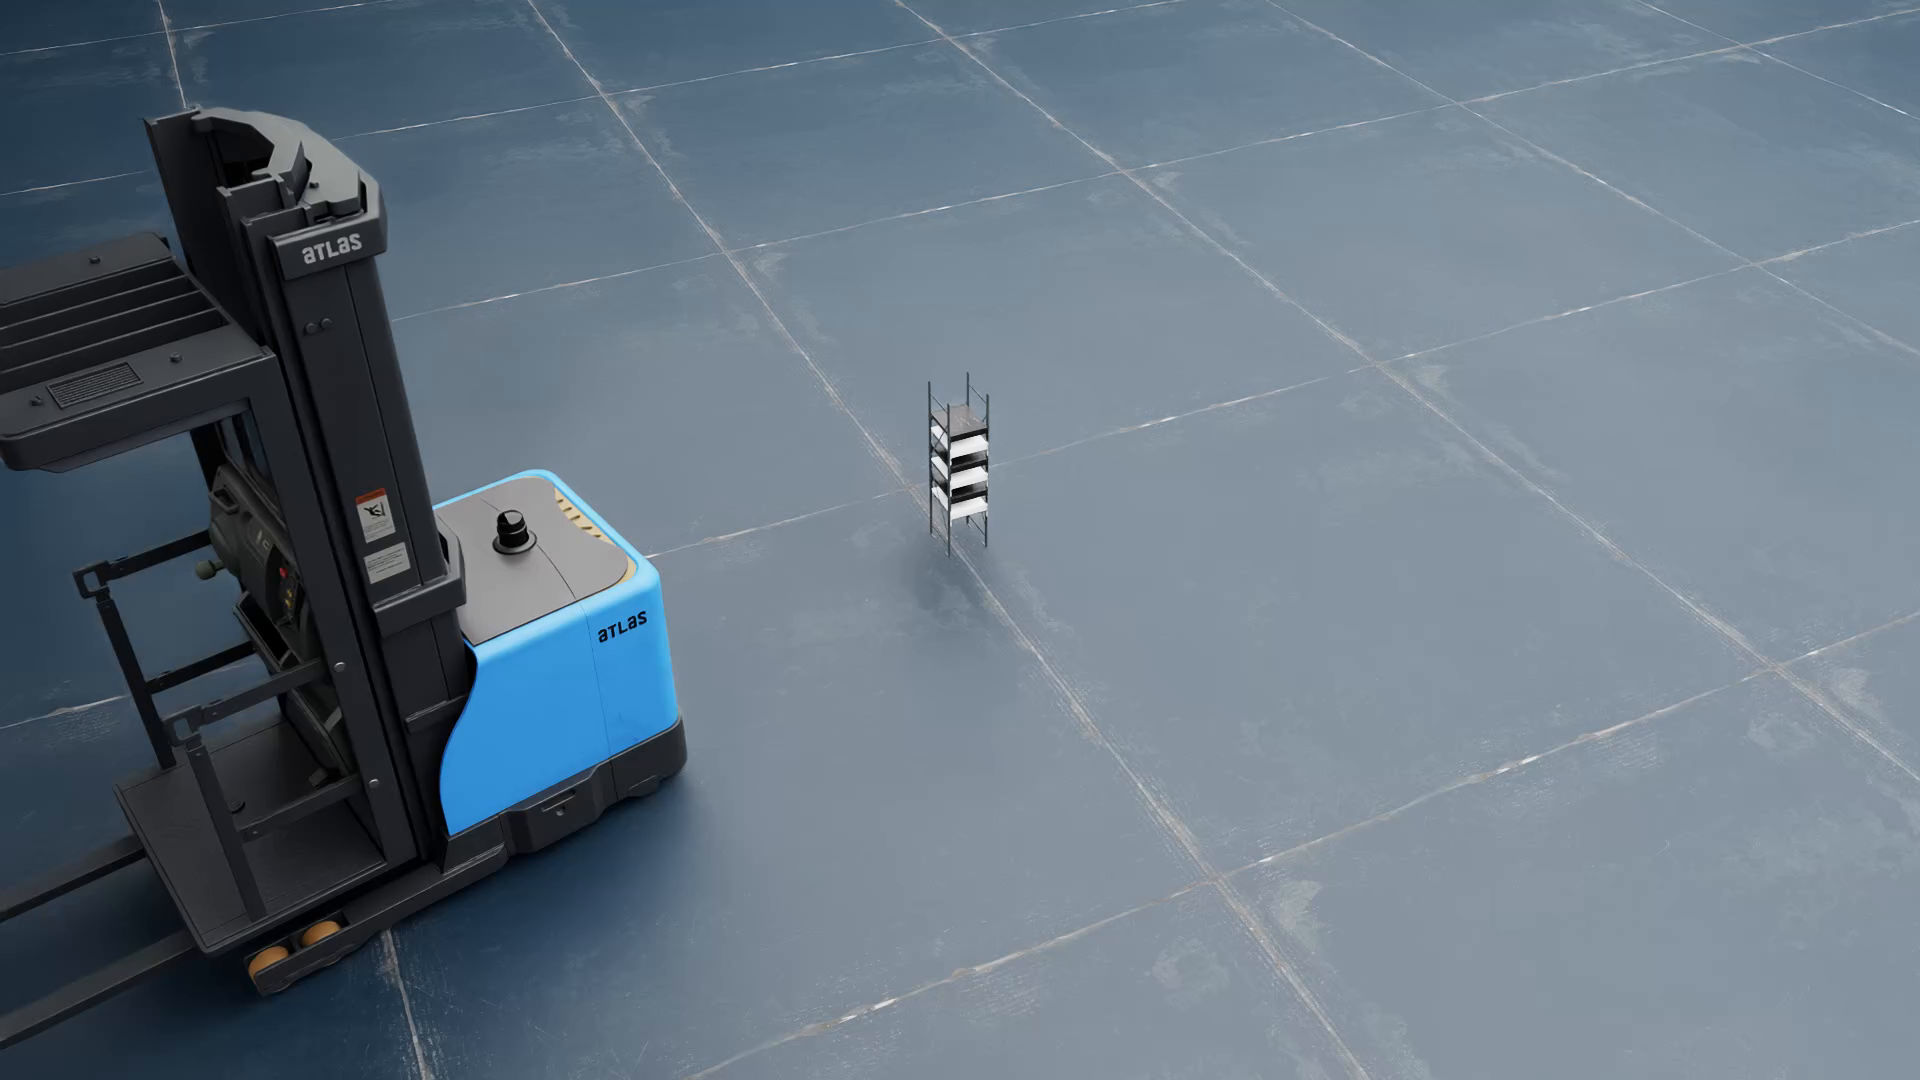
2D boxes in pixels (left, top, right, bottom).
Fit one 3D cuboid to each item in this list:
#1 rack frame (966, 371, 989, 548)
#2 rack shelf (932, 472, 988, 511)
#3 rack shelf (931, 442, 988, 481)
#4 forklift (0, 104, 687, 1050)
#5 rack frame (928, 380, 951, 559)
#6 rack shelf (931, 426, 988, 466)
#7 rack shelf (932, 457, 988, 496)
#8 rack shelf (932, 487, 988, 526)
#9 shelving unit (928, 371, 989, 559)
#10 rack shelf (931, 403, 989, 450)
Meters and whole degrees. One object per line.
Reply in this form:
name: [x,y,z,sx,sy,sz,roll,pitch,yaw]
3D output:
rack frame: [0.085,-0.385,8.157,0.006,0.900,0.240,-16,39,-20]
rack shelf: [-0.007,-0.260,8.196,0.200,0.077,0.258,-16,39,-20]
rack shelf: [-0.007,-0.405,8.088,0.200,0.077,0.258,-16,39,-20]
forklift: [-2.620,0.134,5.751,3.031,2.935,1.130,-25,44,-30]
rack frame: [-0.099,-0.334,8.088,0.006,0.900,0.240,-16,39,-20]
rack shelf: [-0.007,-0.477,8.035,0.200,0.077,0.258,-16,39,-20]
rack shelf: [-0.007,-0.333,8.142,0.200,0.077,0.258,-16,39,-20]
rack shelf: [-0.007,-0.188,8.249,0.200,0.077,0.258,-16,39,-20]
shelving unit: [-0.007,-0.359,8.122,0.210,0.900,0.258,-16,39,-20]
rack shelf: [-0.007,-0.549,7.981,0.200,0.077,0.258,-16,39,-20]
